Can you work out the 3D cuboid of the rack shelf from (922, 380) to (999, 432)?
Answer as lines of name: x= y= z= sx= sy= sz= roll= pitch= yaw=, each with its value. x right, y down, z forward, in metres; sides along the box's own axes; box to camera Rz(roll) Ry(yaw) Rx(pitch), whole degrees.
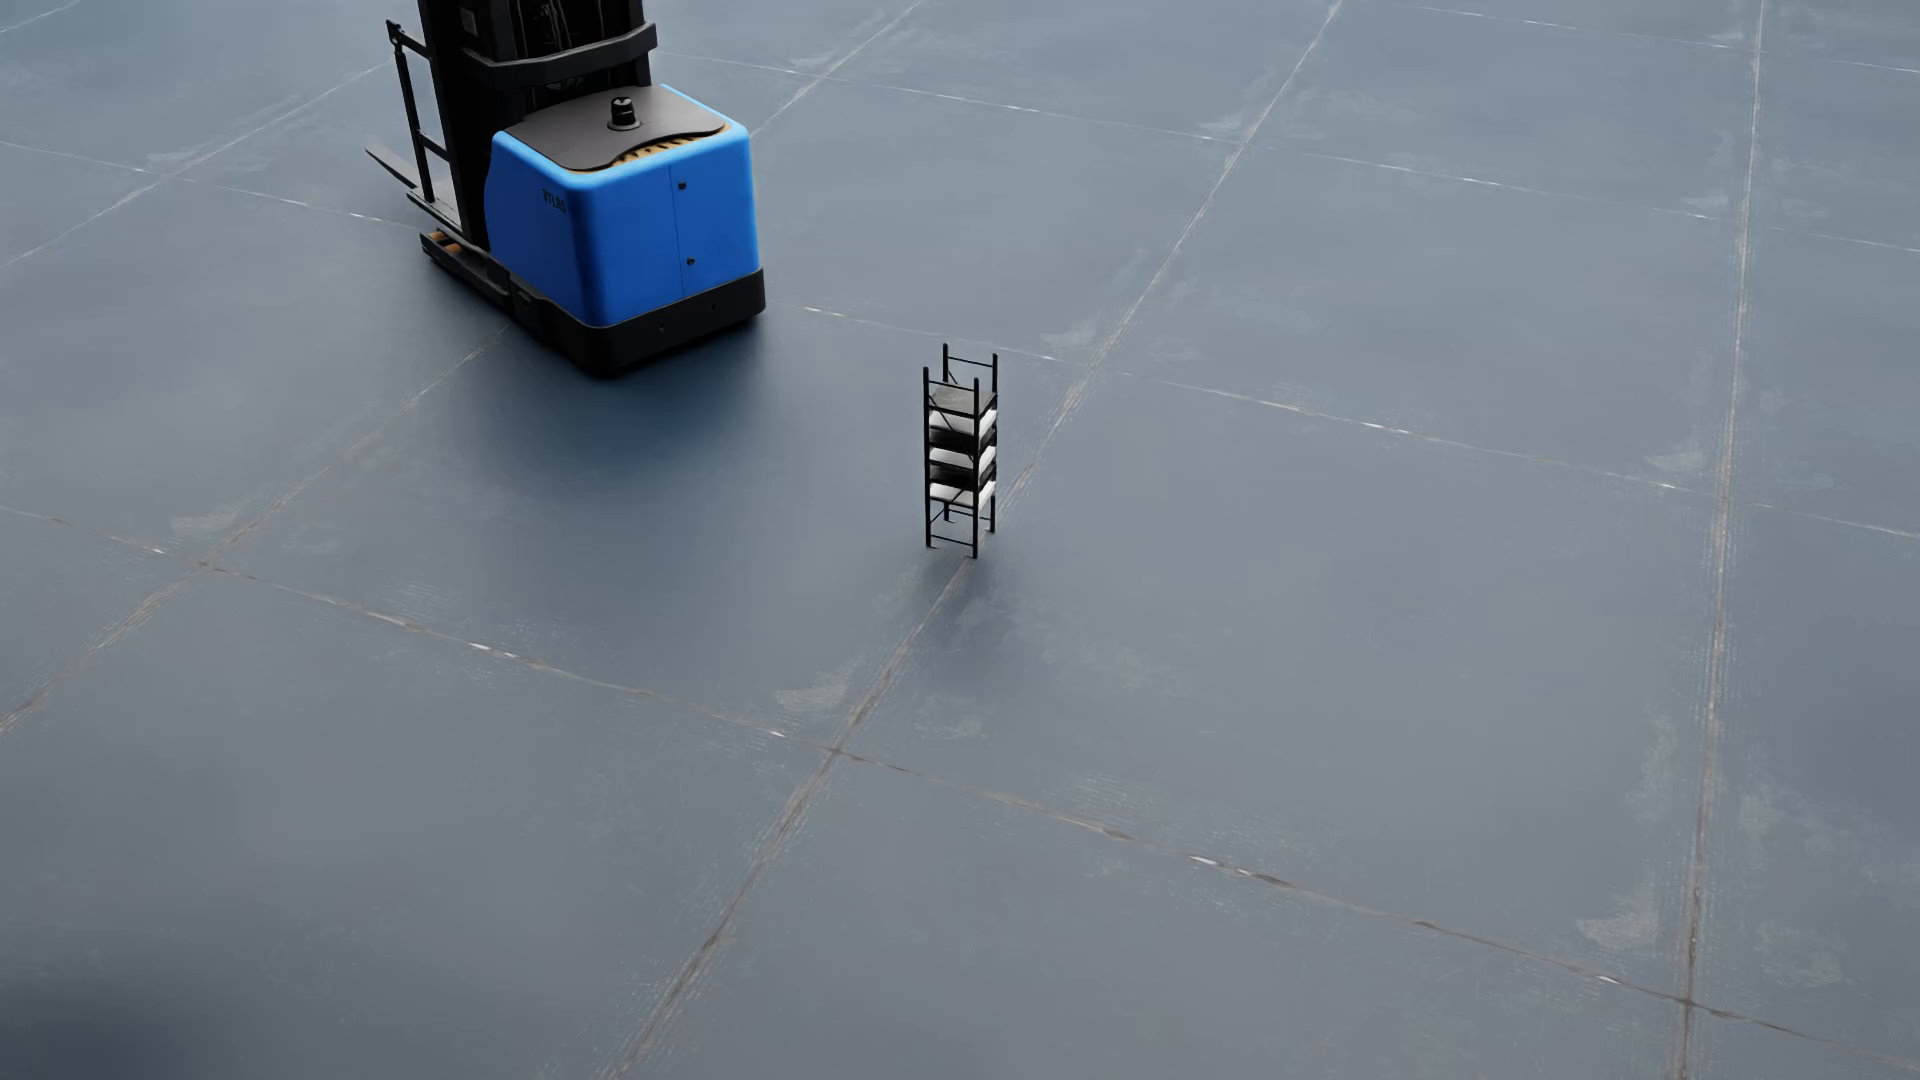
rack shelf: x=0.003 y=-0.554 z=6.845 sx=0.258 sy=0.077 sz=0.200 roll=14 pitch=39 yaw=18

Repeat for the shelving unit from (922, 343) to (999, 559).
shelving unit: x=0.003 y=-0.365 z=6.987 sx=0.258 sy=0.900 sz=0.210 roll=14 pitch=39 yaw=18

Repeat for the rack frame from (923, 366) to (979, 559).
rack frame: x=-0.036 y=-0.309 z=6.911 sx=0.240 sy=0.900 sz=0.006 roll=14 pitch=39 yaw=18

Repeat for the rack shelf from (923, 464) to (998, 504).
rack shelf: x=0.003 y=-0.266 z=7.060 sx=0.258 sy=0.077 sz=0.200 roll=14 pitch=39 yaw=18

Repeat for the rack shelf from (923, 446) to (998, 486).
rack shelf: x=0.003 y=-0.338 z=7.007 sx=0.258 sy=0.077 sz=0.200 roll=14 pitch=39 yaw=18

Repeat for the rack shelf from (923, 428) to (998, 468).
rack shelf: x=0.003 y=-0.410 z=6.953 sx=0.258 sy=0.077 sz=0.200 roll=14 pitch=39 yaw=18

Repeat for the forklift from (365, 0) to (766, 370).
forklift: x=-2.366 y=-2.823 z=8.578 sx=1.130 sy=2.935 sz=3.031 roll=-27 pitch=45 yaw=-31

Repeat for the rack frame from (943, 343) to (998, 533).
rack frame: x=0.042 y=-0.421 z=7.062 sx=0.240 sy=0.900 sz=0.006 roll=14 pitch=39 yaw=18

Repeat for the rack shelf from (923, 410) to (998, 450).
rack shelf: x=0.003 y=-0.482 z=6.899 sx=0.258 sy=0.077 sz=0.200 roll=14 pitch=39 yaw=18

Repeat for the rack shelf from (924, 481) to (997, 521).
rack shelf: x=0.003 y=-0.194 z=7.114 sx=0.258 sy=0.077 sz=0.200 roll=14 pitch=39 yaw=18
